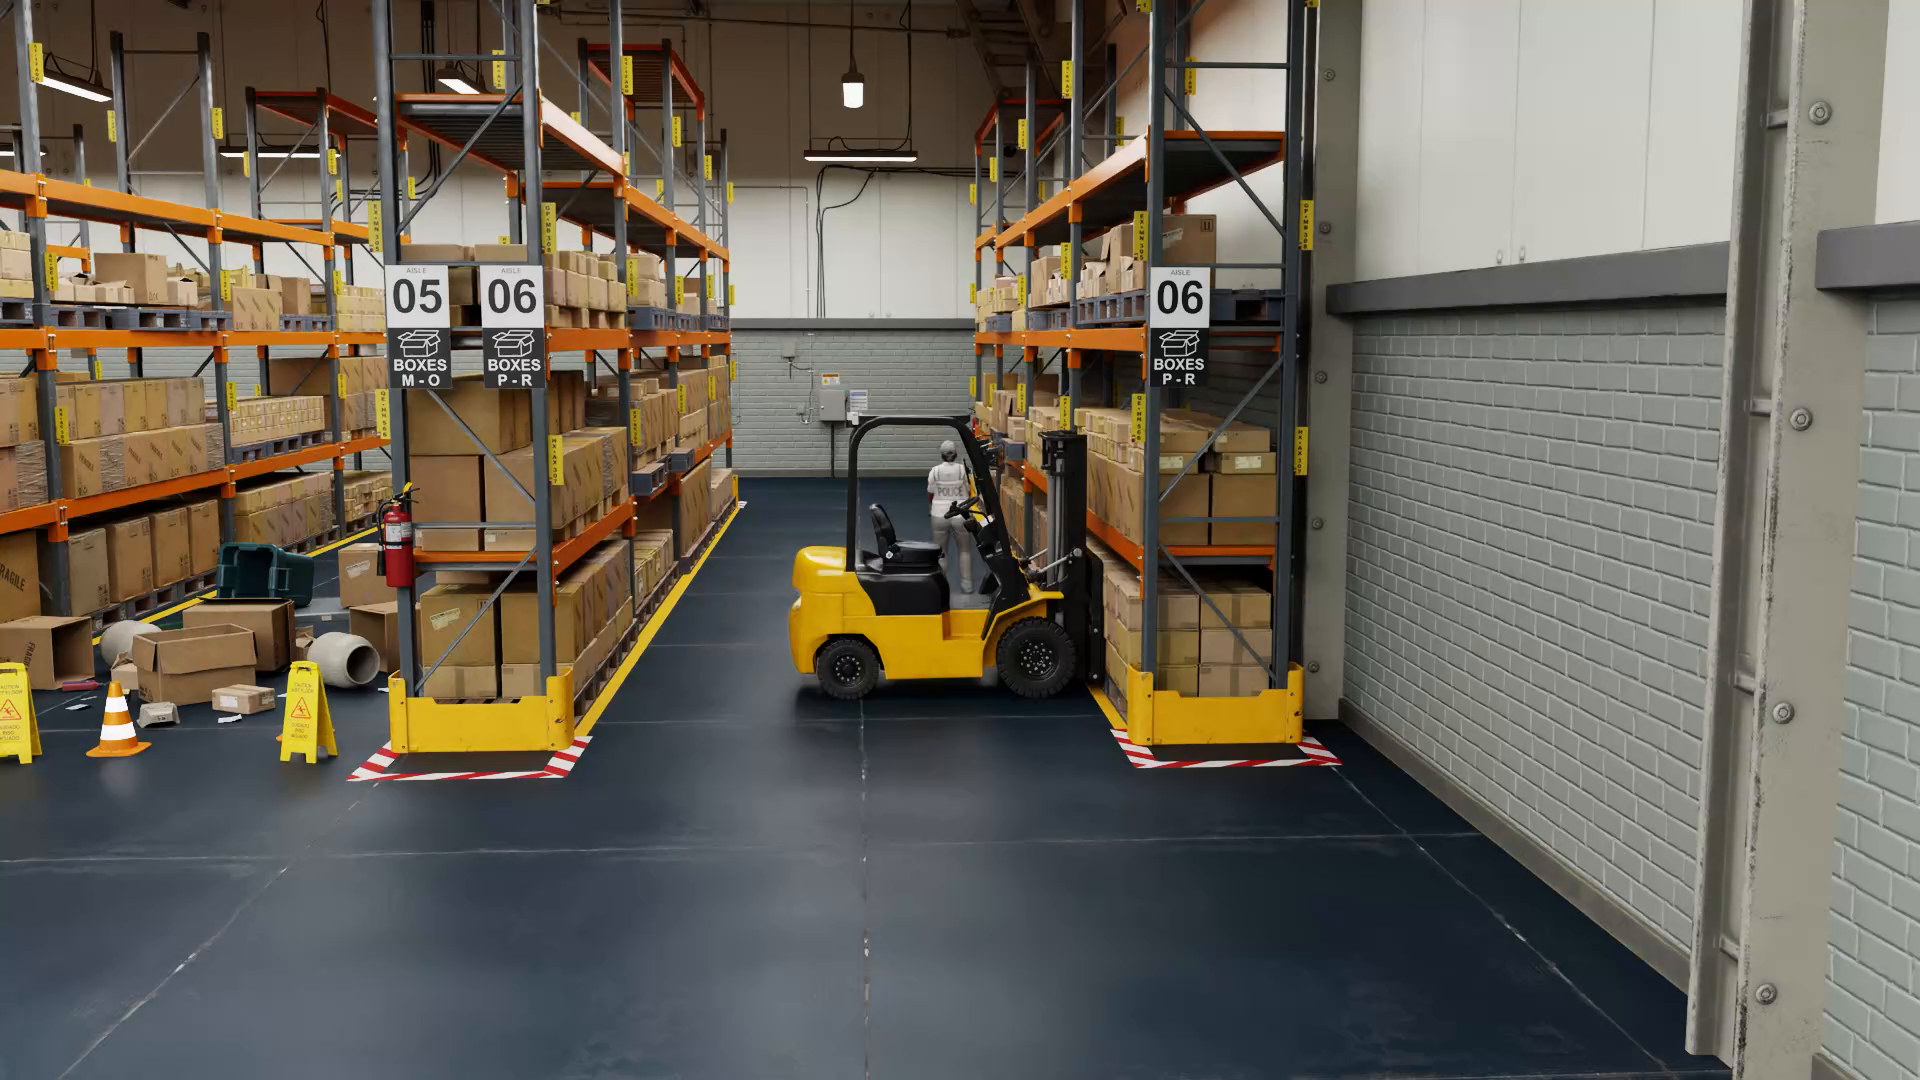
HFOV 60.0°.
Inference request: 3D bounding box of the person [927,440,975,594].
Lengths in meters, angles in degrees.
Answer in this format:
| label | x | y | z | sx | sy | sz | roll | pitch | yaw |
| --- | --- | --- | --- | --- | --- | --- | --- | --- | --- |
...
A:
| label | x | y | z | sx | sy | sz | roll | pitch | yaw |
| --- | --- | --- | --- | --- | --- | --- | --- | --- | --- |
| person | -0.092 | -0.223 | 17.545 | 0.509 | 1.670 | 0.497 | 0 | 7 | -3 |
